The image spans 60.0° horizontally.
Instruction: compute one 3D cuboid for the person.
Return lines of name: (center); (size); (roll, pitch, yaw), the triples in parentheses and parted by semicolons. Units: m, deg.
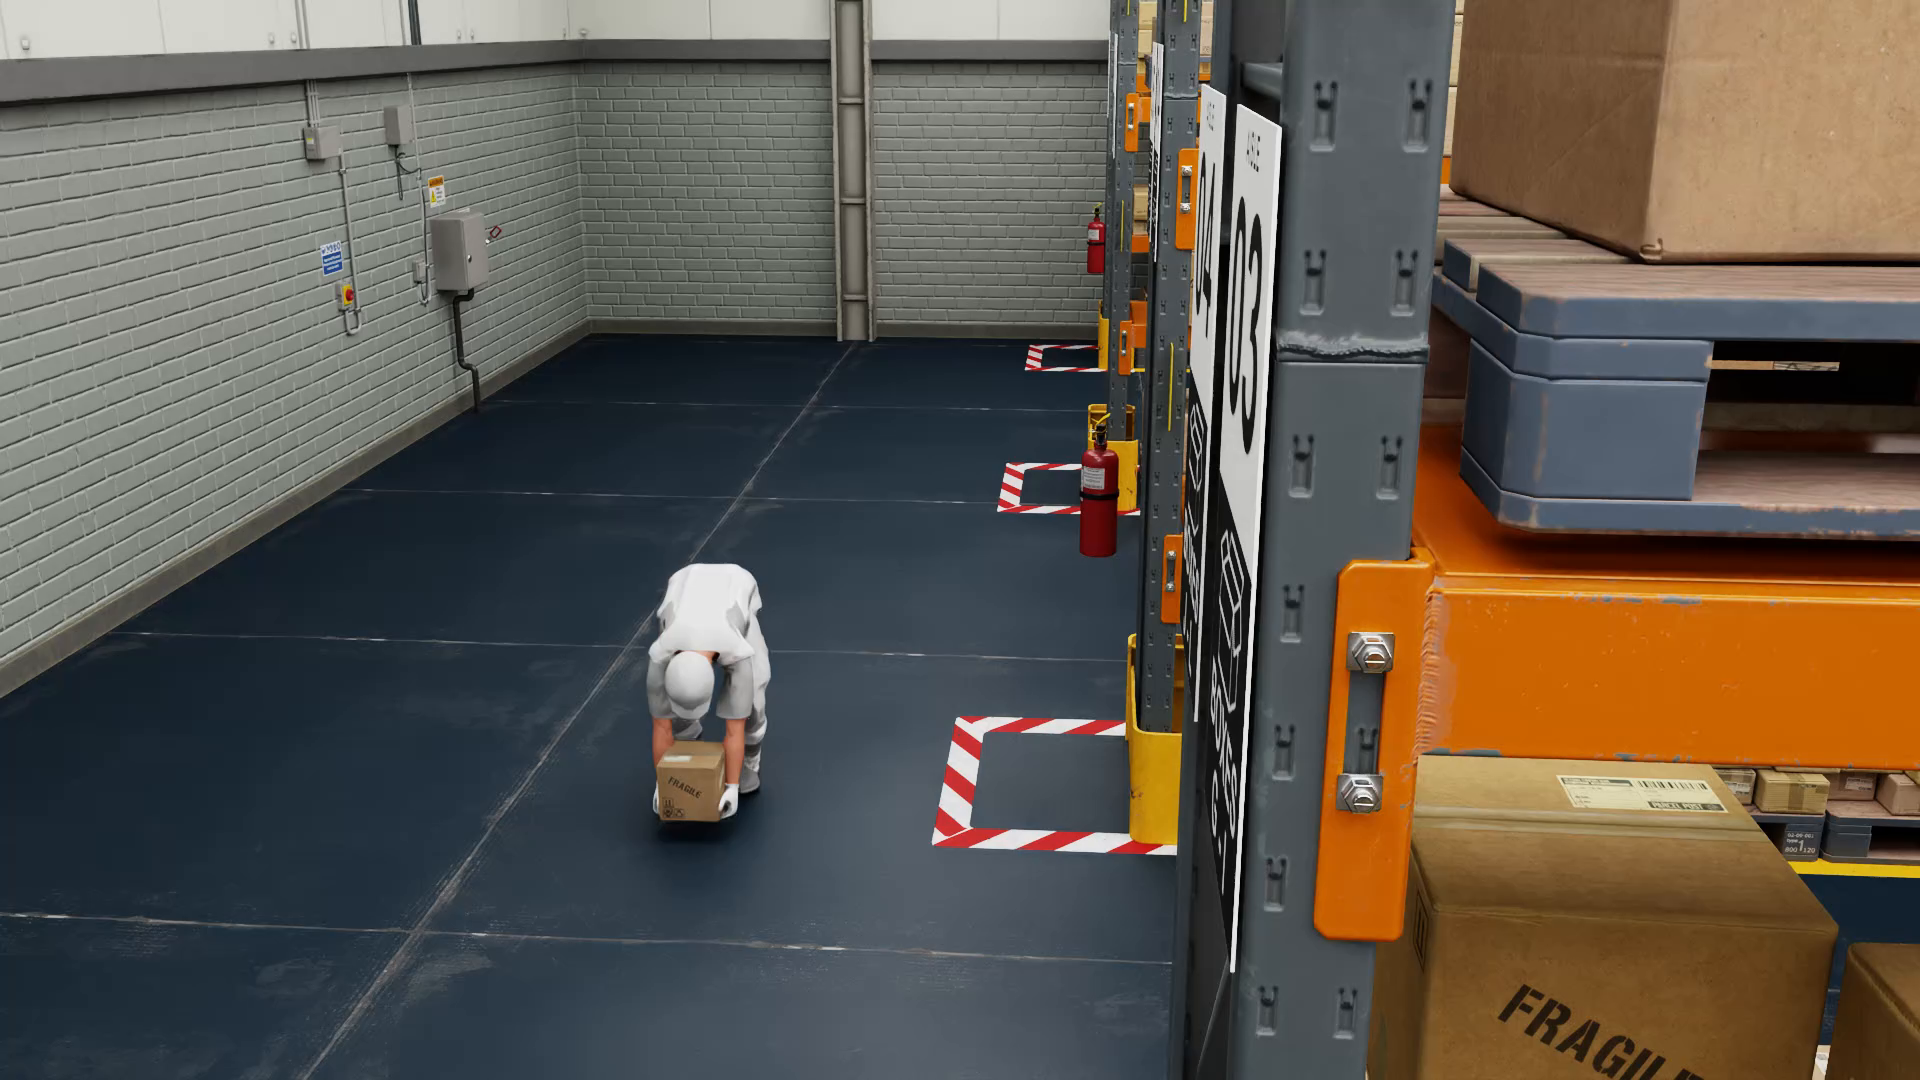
person: (-1.091, 0.666, 7.170); (0.526, 1.010, 0.952); (0, 17, 1)
